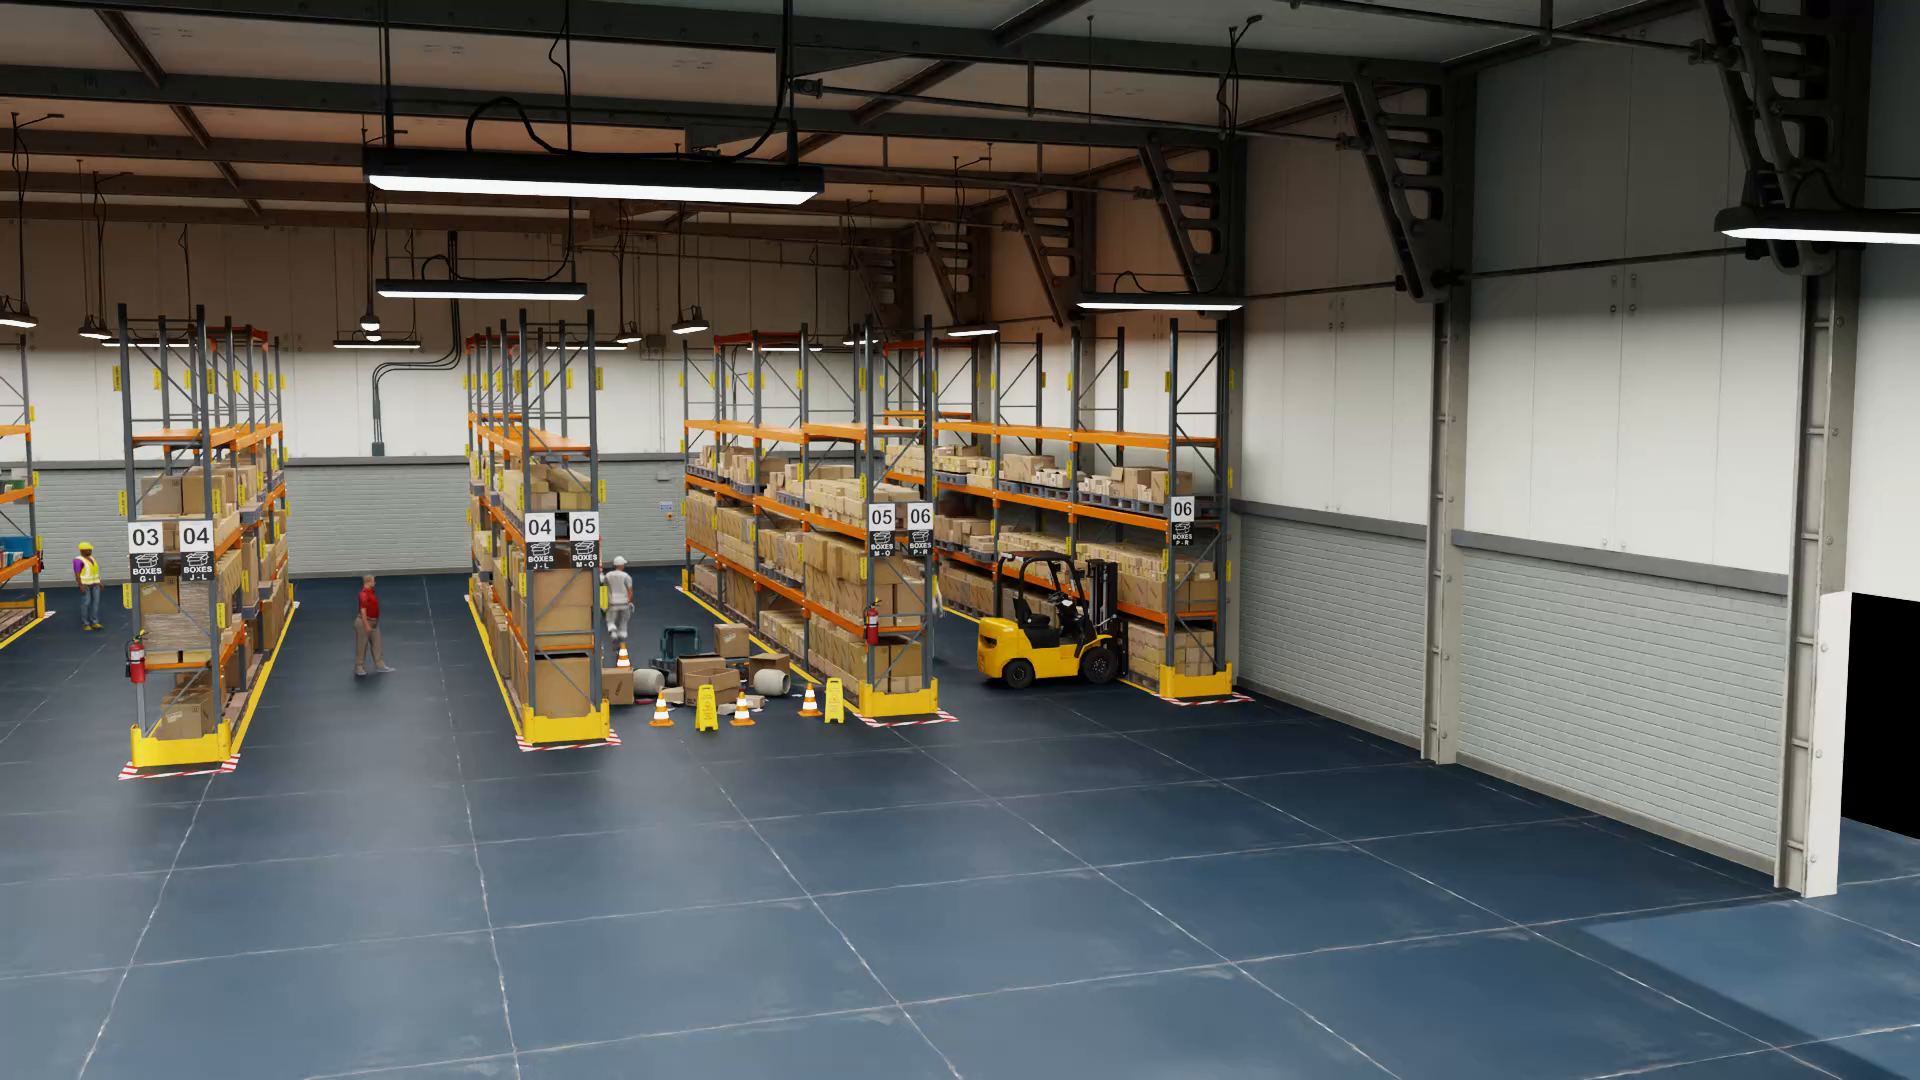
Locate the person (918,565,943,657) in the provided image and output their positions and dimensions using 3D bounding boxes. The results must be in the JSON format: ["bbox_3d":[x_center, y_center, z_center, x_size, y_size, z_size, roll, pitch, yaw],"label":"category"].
[{"bbox_3d":[-0.623,1.333,30.413,0.533,1.696,0.710,-2,6,-21],"label":"person"}]

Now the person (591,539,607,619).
[{"bbox_3d":[-7.687,0.778,35.200,0.652,1.788,0.475,4,7,39],"label":"person"}]

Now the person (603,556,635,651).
[{"bbox_3d":[-6.297,1.189,30.688,0.569,1.772,0.620,-2,6,-16],"label":"person"}]

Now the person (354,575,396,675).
[{"bbox_3d":[-10.096,1.449,28.476,0.617,1.712,0.590,1,5,9],"label":"person"}]

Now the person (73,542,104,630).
[{"bbox_3d":[-17.713,0.937,33.866,0.508,1.798,0.610,2,6,24],"label":"person"}]
